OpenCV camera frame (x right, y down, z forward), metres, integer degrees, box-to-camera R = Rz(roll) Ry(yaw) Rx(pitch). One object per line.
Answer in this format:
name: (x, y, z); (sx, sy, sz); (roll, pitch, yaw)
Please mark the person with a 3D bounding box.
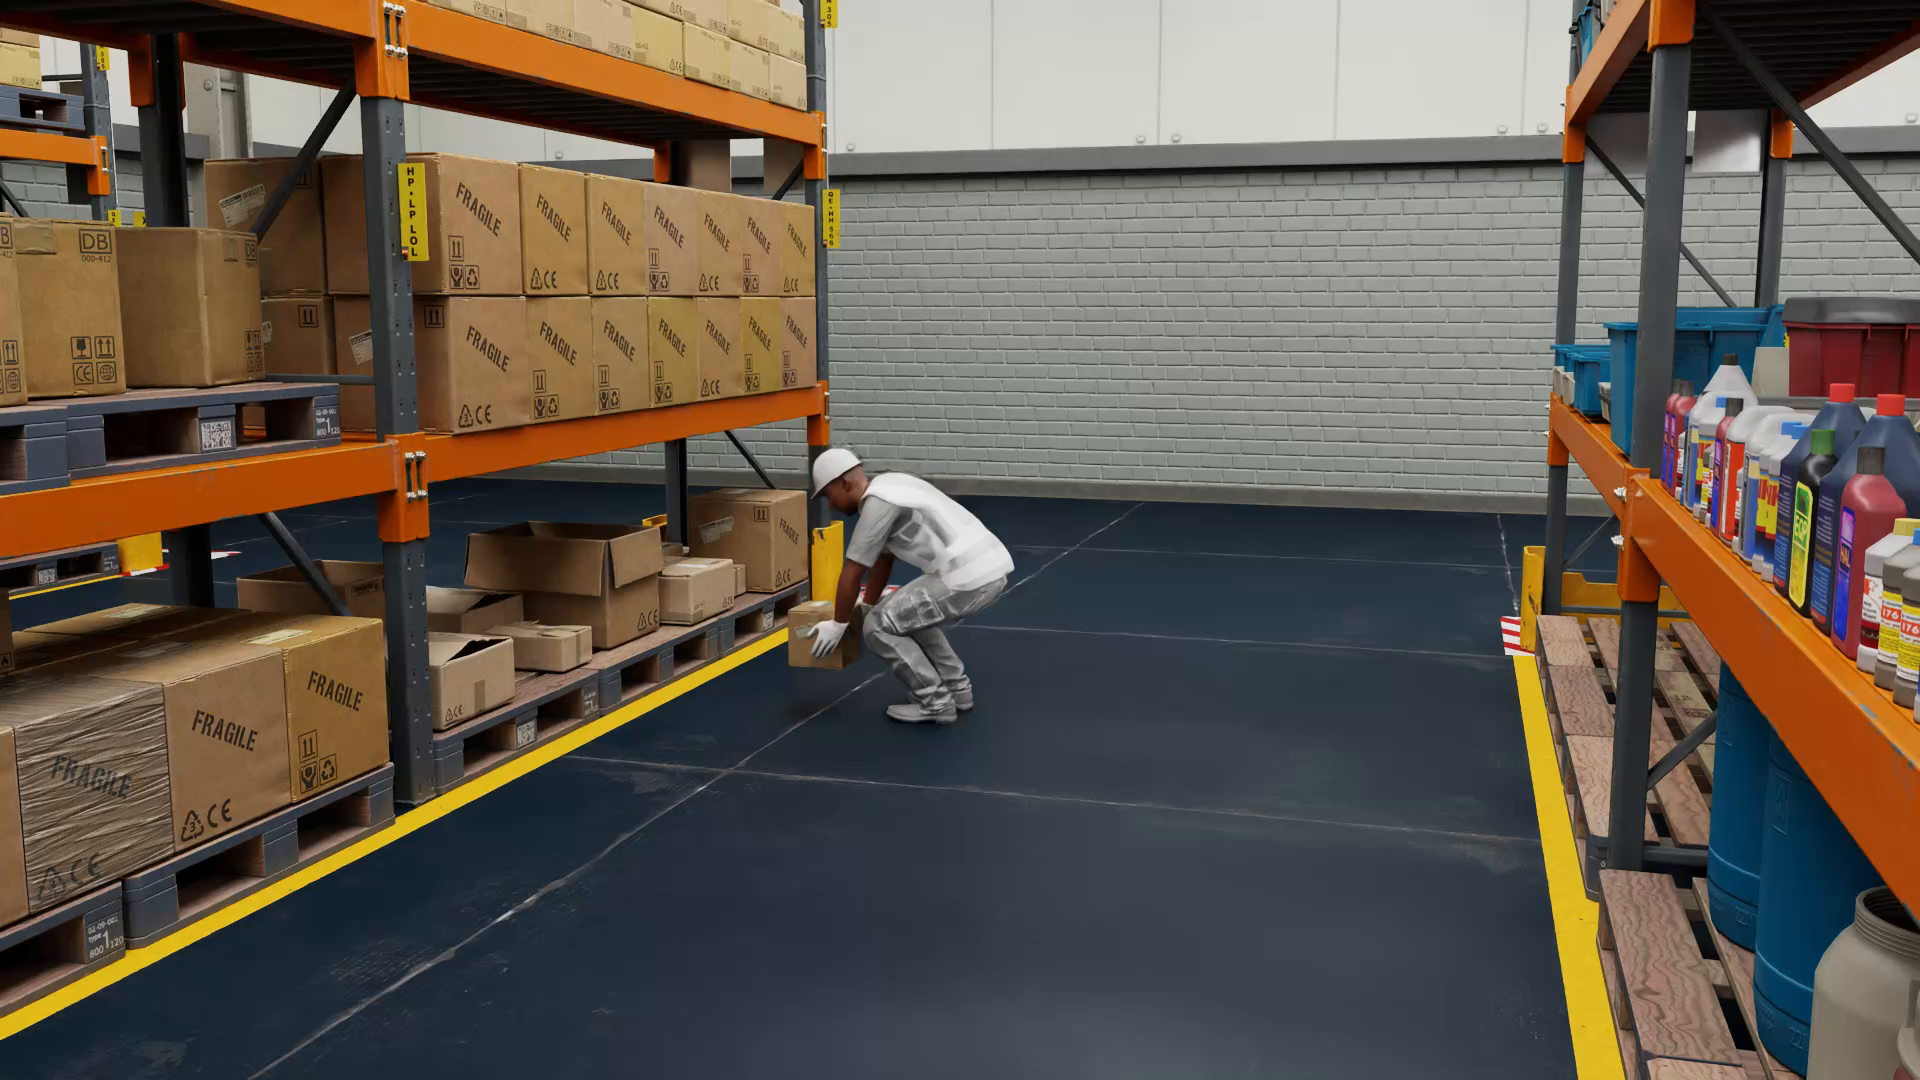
person: (-0.216, 0.191, 7.140); (0.858, 1.157, 0.593); (2, 9, 16)
